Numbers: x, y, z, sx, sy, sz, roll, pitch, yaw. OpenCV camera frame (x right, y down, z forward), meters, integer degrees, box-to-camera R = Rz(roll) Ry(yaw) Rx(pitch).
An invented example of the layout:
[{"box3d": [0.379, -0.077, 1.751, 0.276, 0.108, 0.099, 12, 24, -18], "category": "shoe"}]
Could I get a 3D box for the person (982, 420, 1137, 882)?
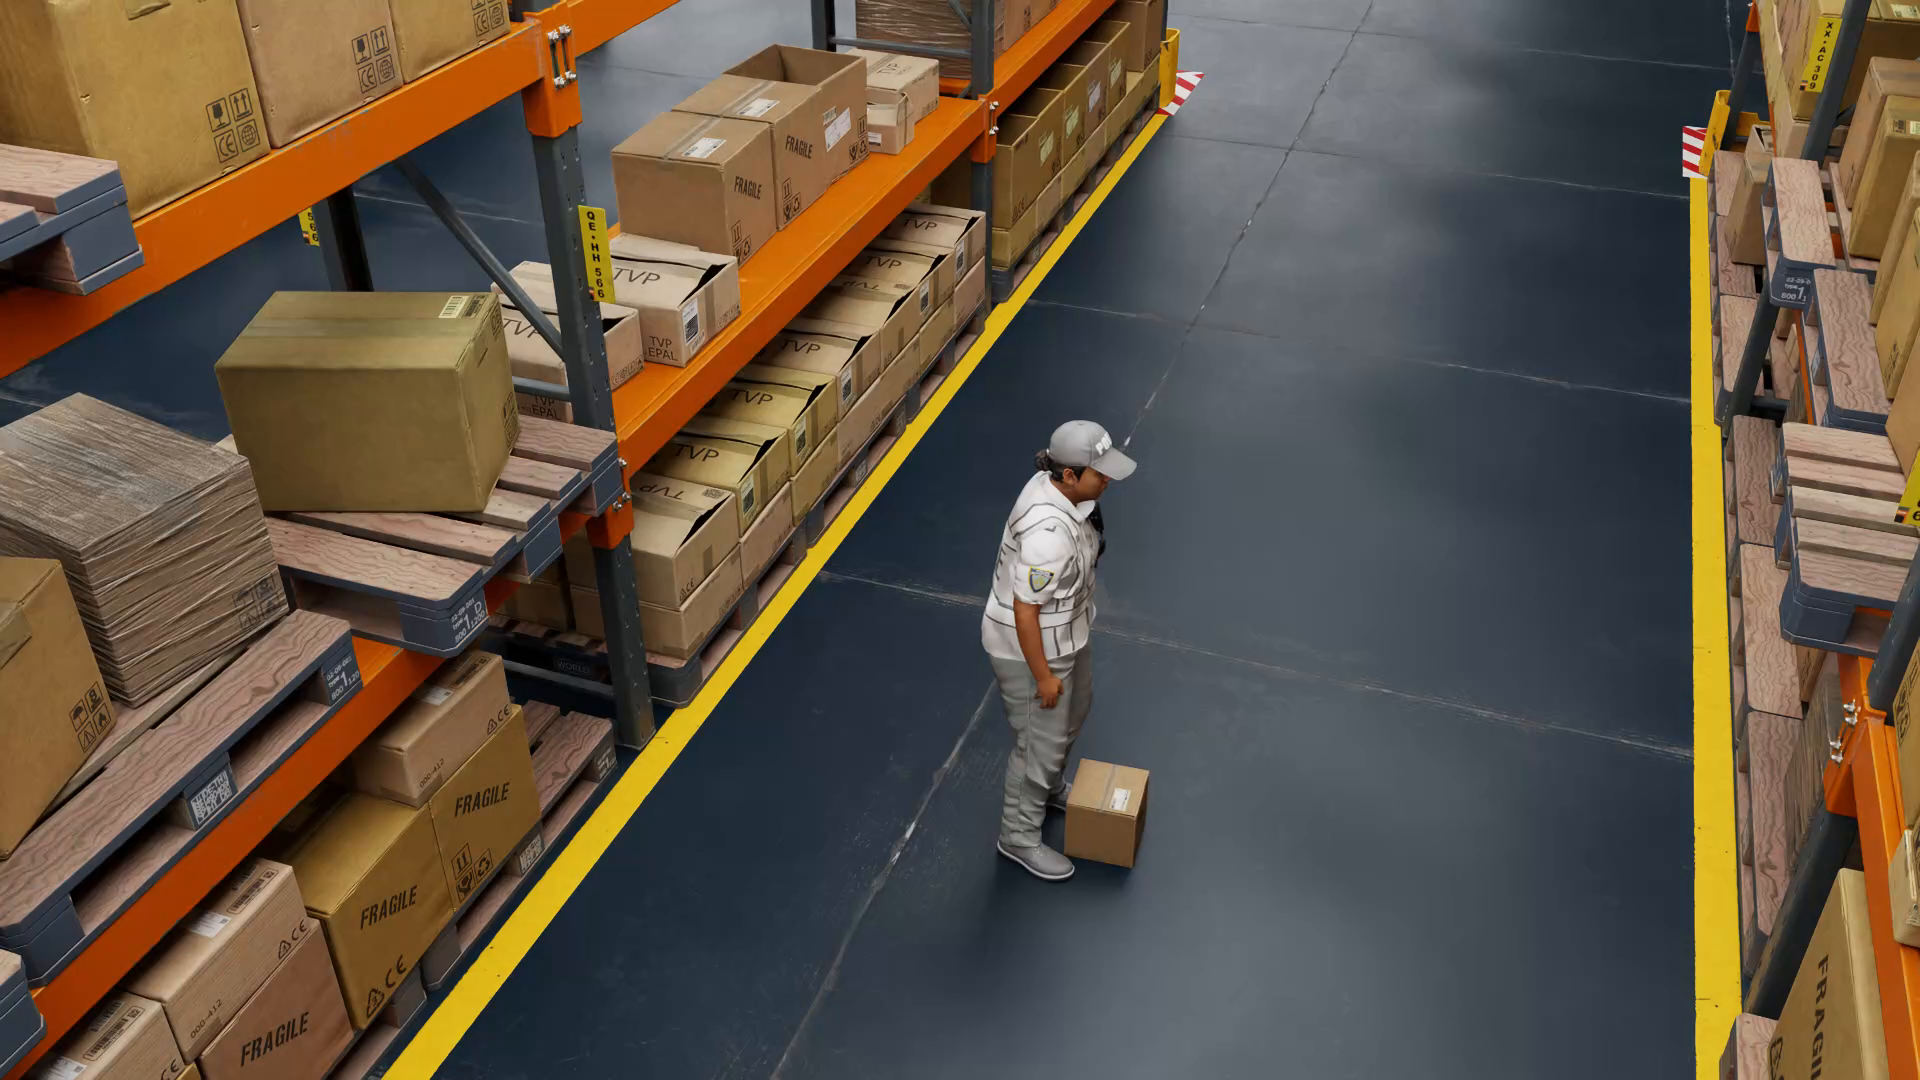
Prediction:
[{"box3d": [0.318, 0.343, 5.614, 0.463, 1.667, 0.563, 10, 35, 14], "category": "person"}]
